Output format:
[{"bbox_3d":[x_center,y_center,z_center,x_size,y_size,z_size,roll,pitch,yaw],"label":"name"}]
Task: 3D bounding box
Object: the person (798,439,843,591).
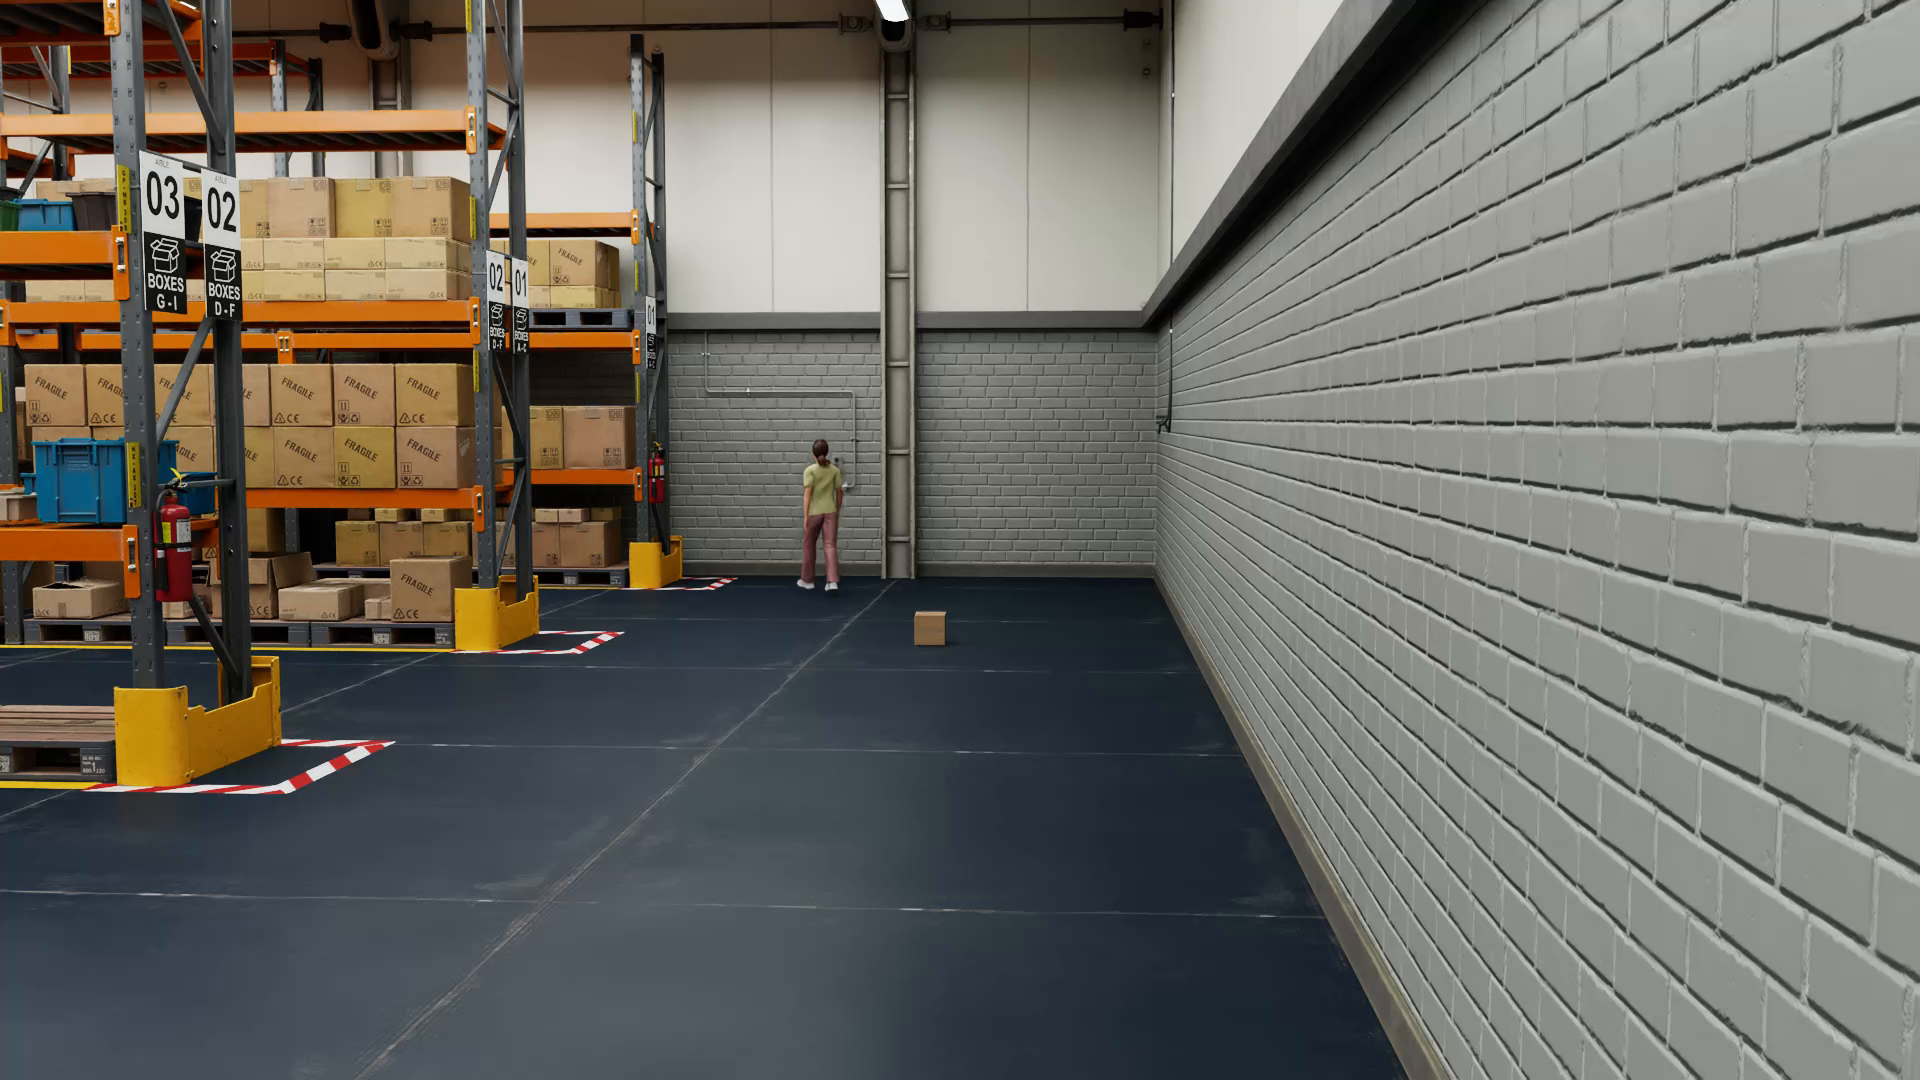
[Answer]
[{"bbox_3d":[-1.477,-0.266,17.710,0.465,1.618,1.020,-1,4,-18],"label":"person"}]
